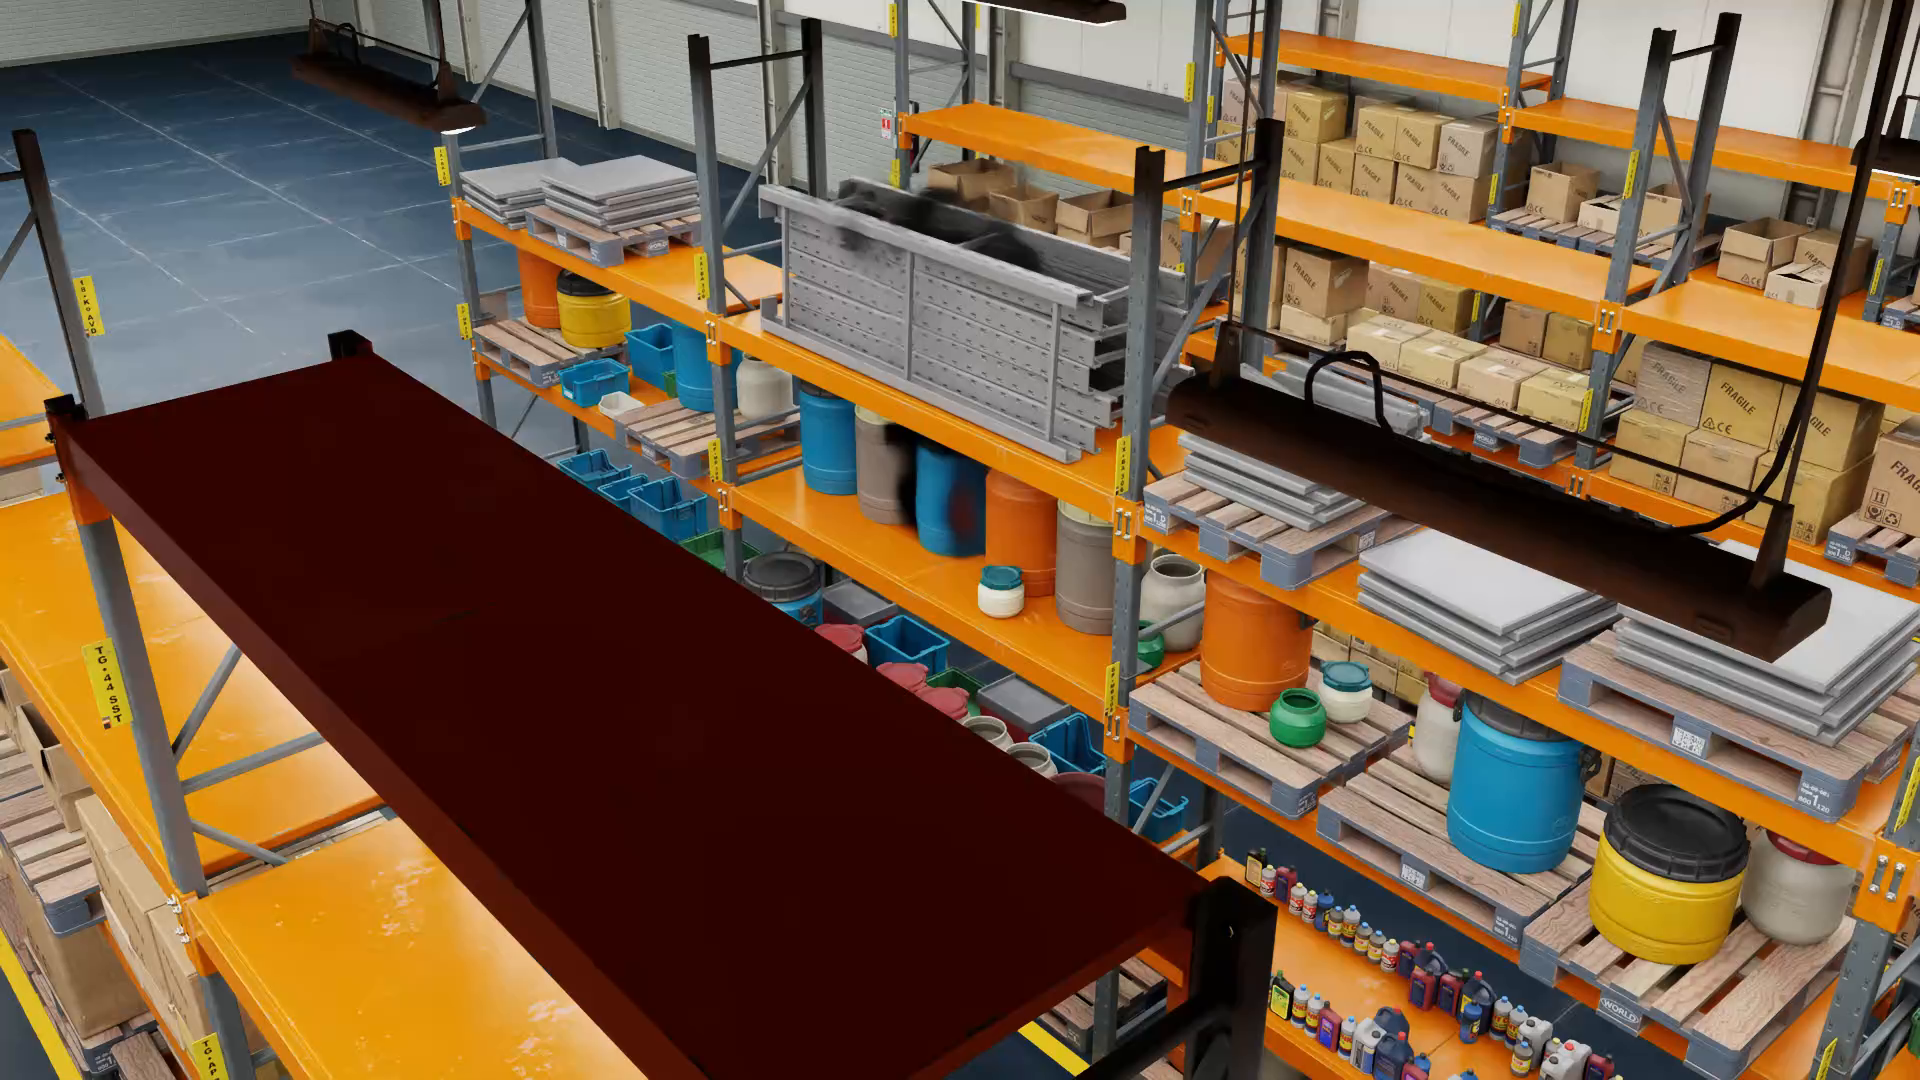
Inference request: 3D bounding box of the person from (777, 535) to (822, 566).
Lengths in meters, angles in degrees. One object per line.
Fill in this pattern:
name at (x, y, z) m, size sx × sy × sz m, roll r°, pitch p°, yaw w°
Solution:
person at (-1.425, 0.069, 15.584) m, size 0.661 × 1.672 × 0.607 m, roll -22°, pitch 34°, yaw -37°
